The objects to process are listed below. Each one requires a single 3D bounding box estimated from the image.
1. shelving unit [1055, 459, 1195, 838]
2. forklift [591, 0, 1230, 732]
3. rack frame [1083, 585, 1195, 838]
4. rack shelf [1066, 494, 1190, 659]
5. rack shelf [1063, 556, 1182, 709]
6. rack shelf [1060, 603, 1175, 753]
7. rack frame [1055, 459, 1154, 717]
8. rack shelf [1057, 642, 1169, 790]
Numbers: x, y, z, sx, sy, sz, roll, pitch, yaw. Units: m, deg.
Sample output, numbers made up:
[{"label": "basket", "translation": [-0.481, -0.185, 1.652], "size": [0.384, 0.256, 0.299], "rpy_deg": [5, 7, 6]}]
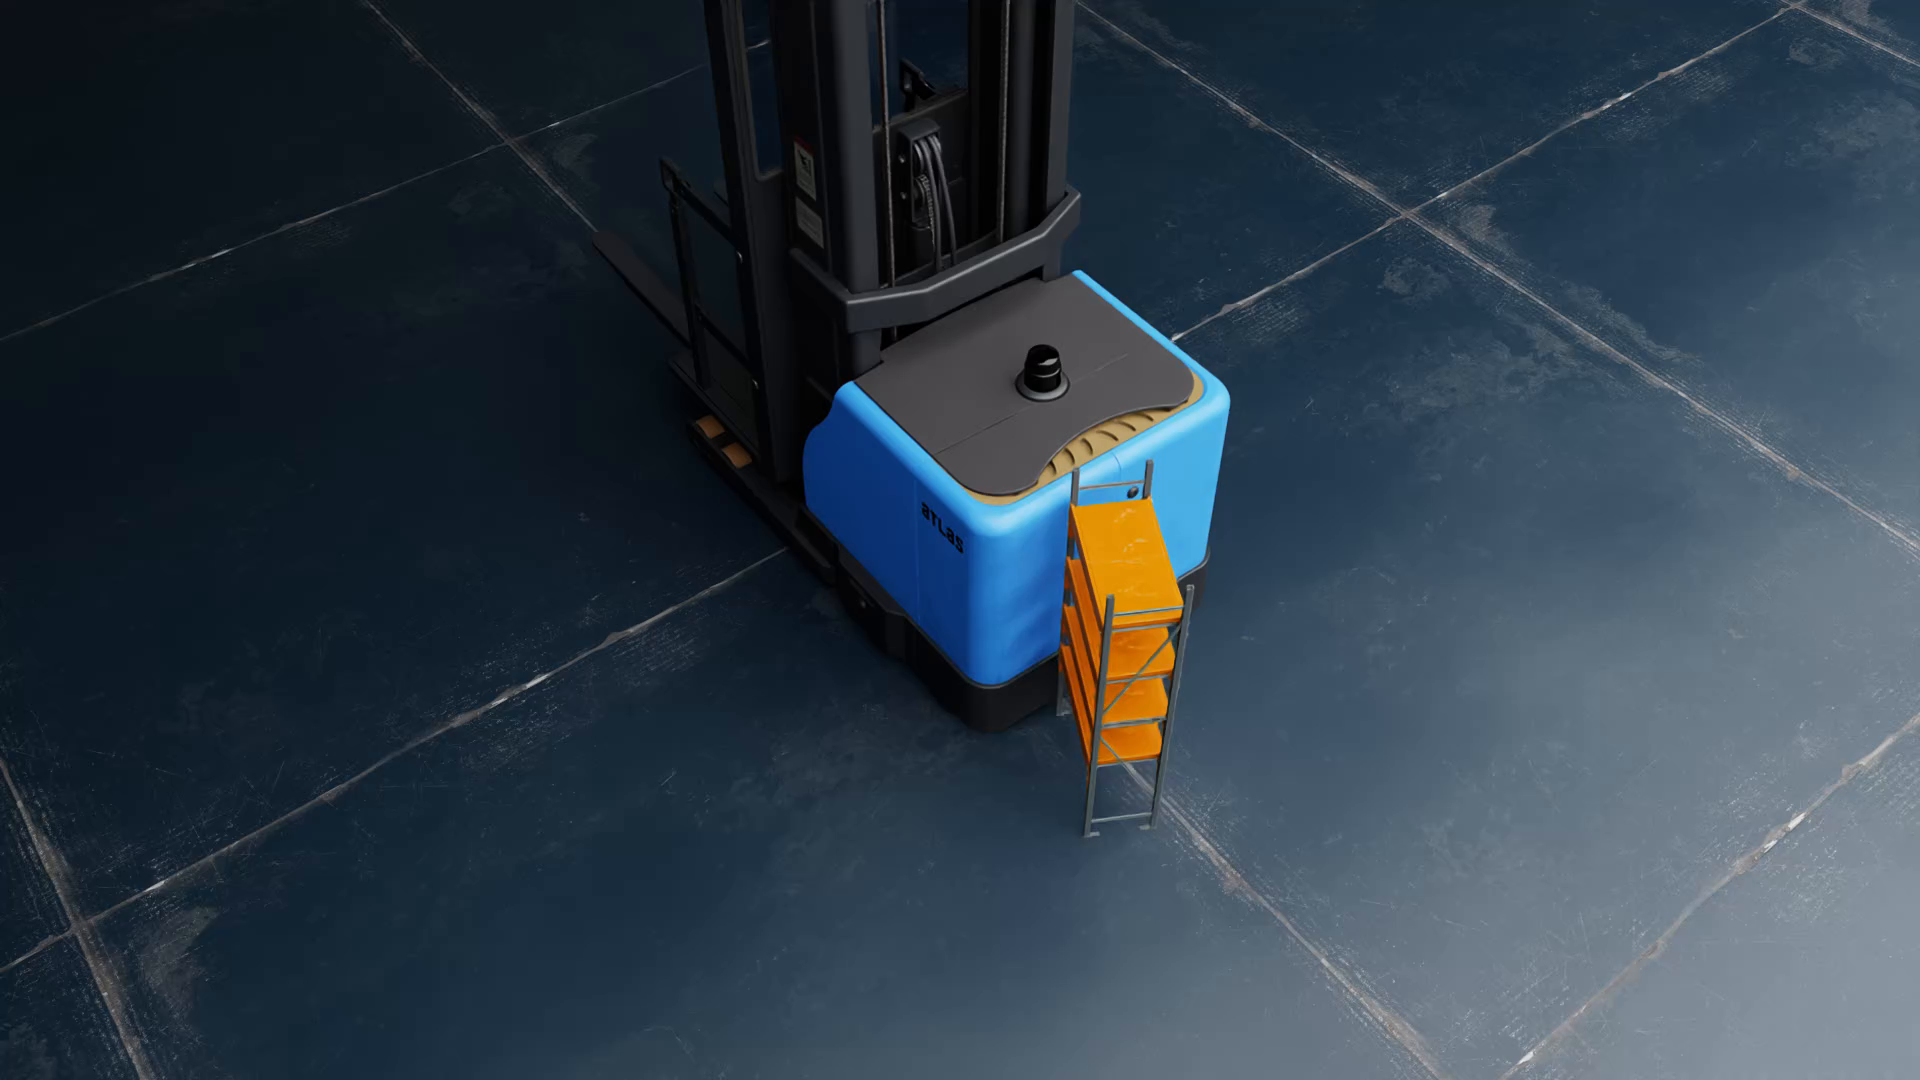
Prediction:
[{"label": "shelving unit", "translation": [0.481, 0.364, 5.110], "size": [0.258, 1.200, 0.503], "rpy_deg": [-6, 48, -6]}, {"label": "forklift", "translation": [-0.412, -1.393, 5.534], "size": [1.130, 2.935, 3.031], "rpy_deg": [-29, 54, -24]}, {"label": "rack frame", "translation": [0.517, 0.543, 4.948], "size": [0.240, 1.200, 0.015], "rpy_deg": [-6, 48, -6]}, {"label": "rack shelf", "translation": [0.481, 0.100, 4.819], "size": [0.258, 0.148, 0.480], "rpy_deg": [-6, 48, -6]}, {"label": "rack shelf", "translation": [0.481, 0.259, 4.994], "size": [0.258, 0.148, 0.480], "rpy_deg": [-6, 48, -6]}, {"label": "rack shelf", "translation": [0.481, 0.409, 5.160], "size": [0.258, 0.148, 0.480], "rpy_deg": [-6, 48, -6]}, {"label": "rack frame", "translation": [0.445, 0.185, 5.272], "size": [0.240, 1.200, 0.015], "rpy_deg": [-6, 48, -6]}, {"label": "rack shelf", "translation": [0.481, 0.542, 5.307], "size": [0.258, 0.148, 0.480], "rpy_deg": [-6, 48, -6]}]
